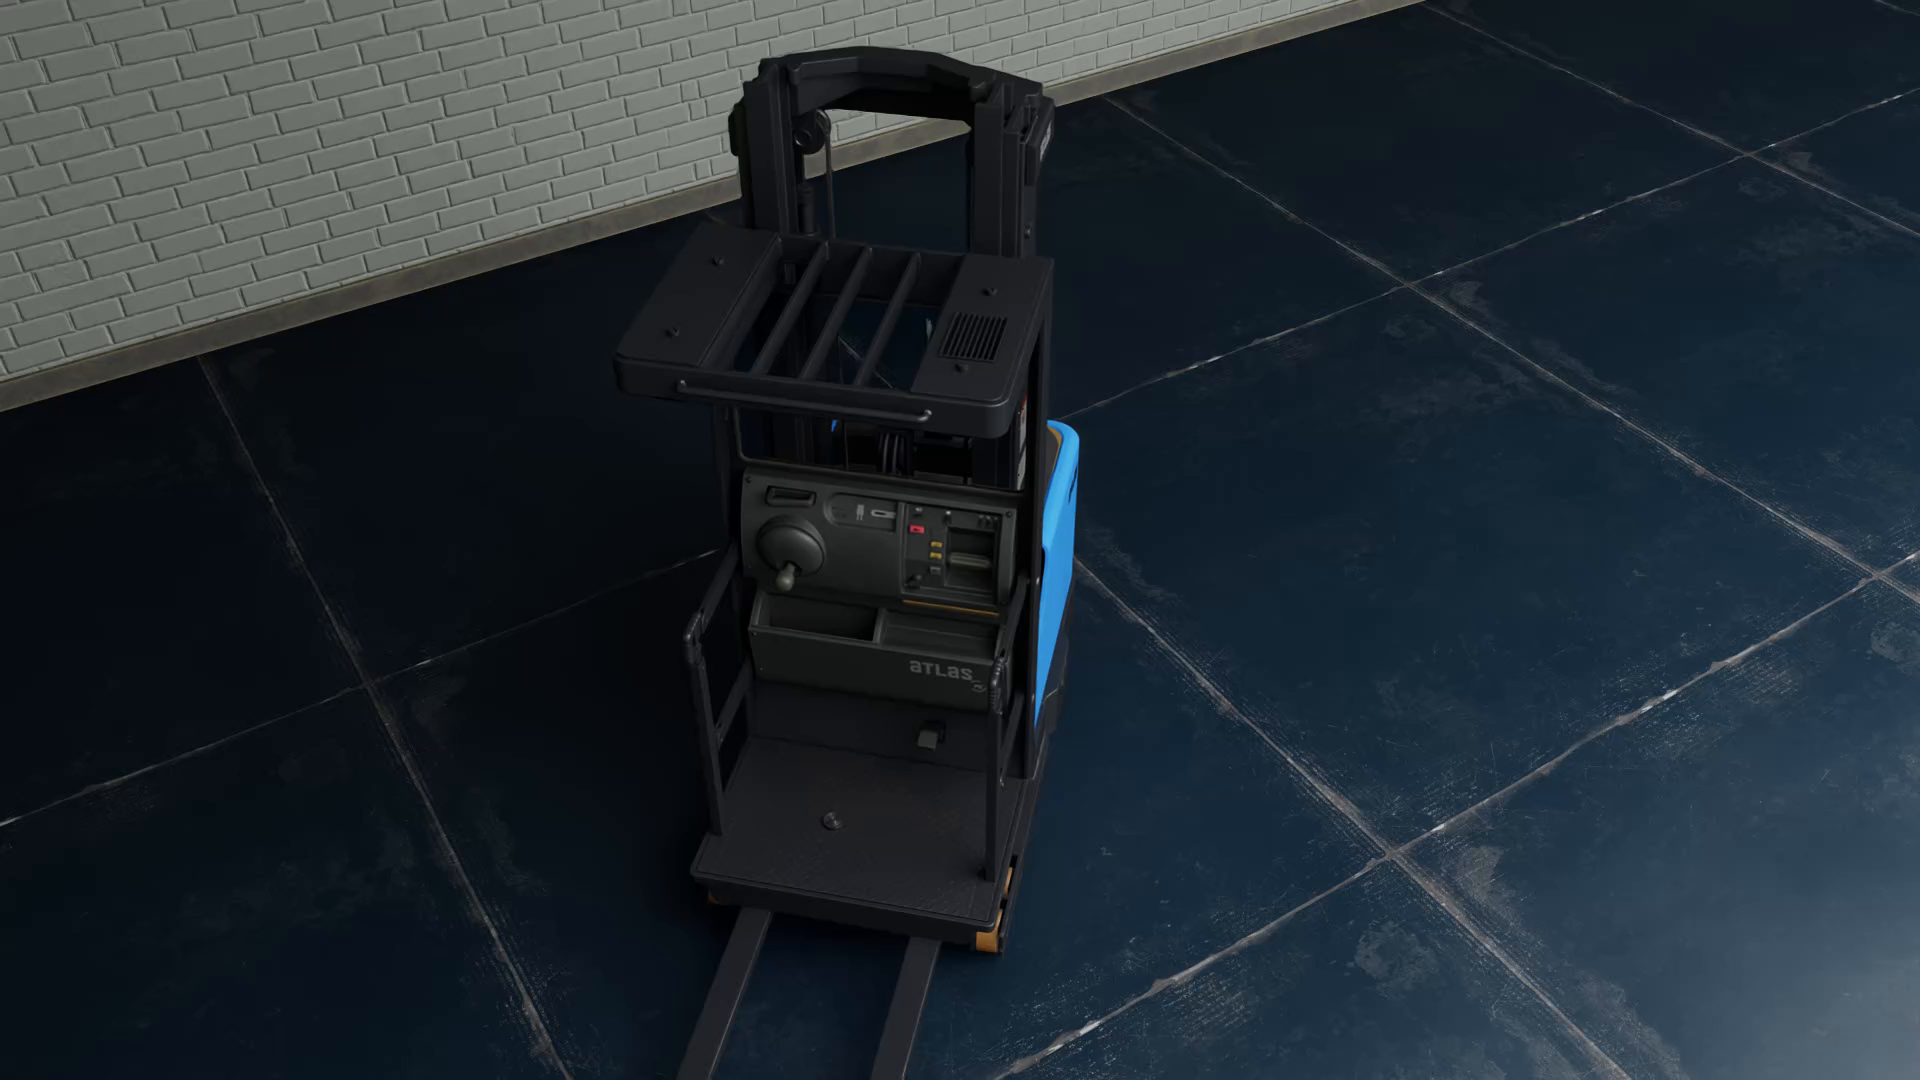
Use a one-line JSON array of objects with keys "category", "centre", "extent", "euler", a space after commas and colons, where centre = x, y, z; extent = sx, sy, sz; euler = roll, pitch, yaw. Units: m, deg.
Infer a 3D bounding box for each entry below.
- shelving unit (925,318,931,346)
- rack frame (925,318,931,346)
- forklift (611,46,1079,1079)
[{"category": "shelving unit", "centre": [0.089, -0.372, 7.259], "extent": [0.258, 1.200, 0.503], "euler": [-22, 45, -24]}, {"category": "rack frame", "centre": [-0.042, -0.503, 7.417], "extent": [0.240, 1.200, 0.015], "euler": [-22, 45, -24]}, {"category": "forklift", "centre": [-0.319, 0.088, 5.355], "extent": [1.130, 2.935, 3.031], "euler": [8, 40, 9]}]
